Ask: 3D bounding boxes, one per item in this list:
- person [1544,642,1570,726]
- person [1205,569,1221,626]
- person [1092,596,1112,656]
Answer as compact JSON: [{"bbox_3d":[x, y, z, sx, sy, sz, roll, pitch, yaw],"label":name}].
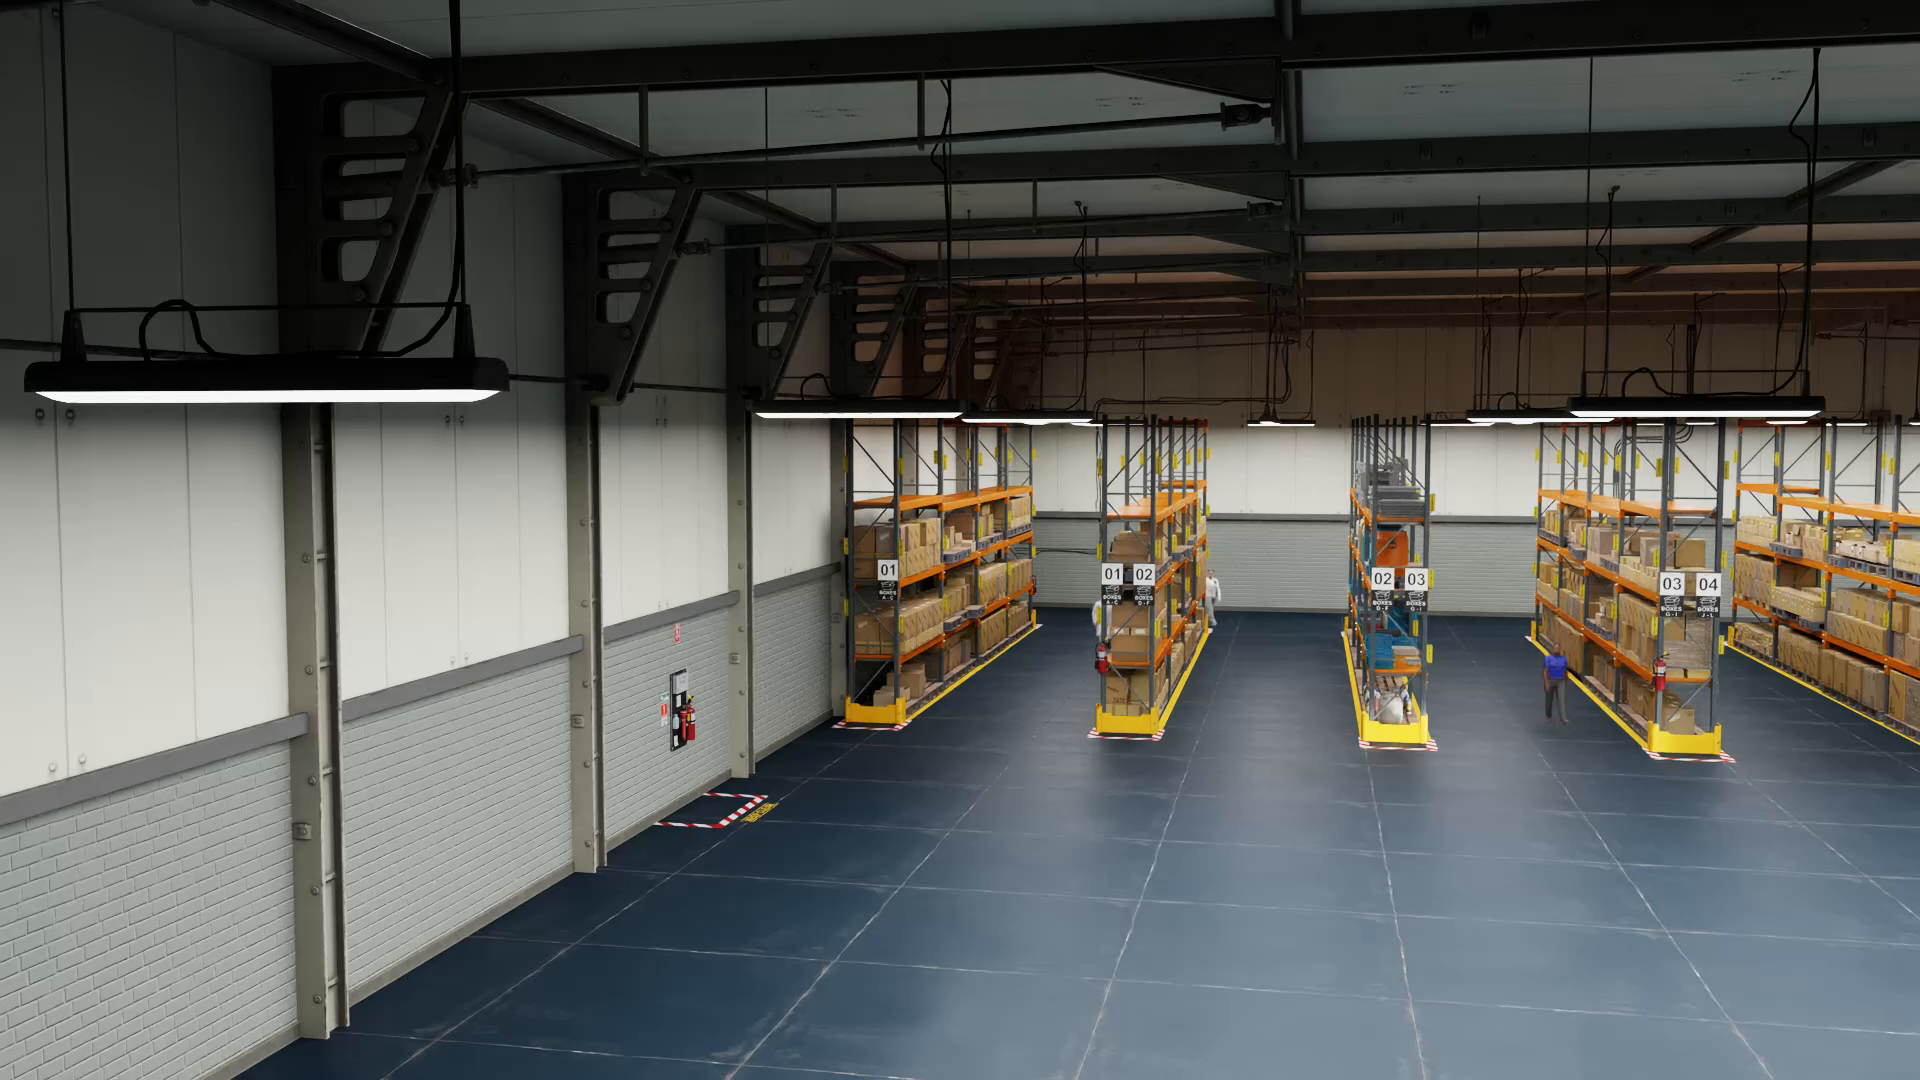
[{"bbox_3d":[11.471,2.781,31.996,0.457,1.581,1.054,1,4,15],"label":"person"},{"bbox_3d":[7.342,1.651,48.606,0.461,1.612,1.081,-2,4,-22],"label":"person"},{"bbox_3d":[3.649,2.135,41.346,0.754,1.689,0.638,1,4,21],"label":"person"}]
